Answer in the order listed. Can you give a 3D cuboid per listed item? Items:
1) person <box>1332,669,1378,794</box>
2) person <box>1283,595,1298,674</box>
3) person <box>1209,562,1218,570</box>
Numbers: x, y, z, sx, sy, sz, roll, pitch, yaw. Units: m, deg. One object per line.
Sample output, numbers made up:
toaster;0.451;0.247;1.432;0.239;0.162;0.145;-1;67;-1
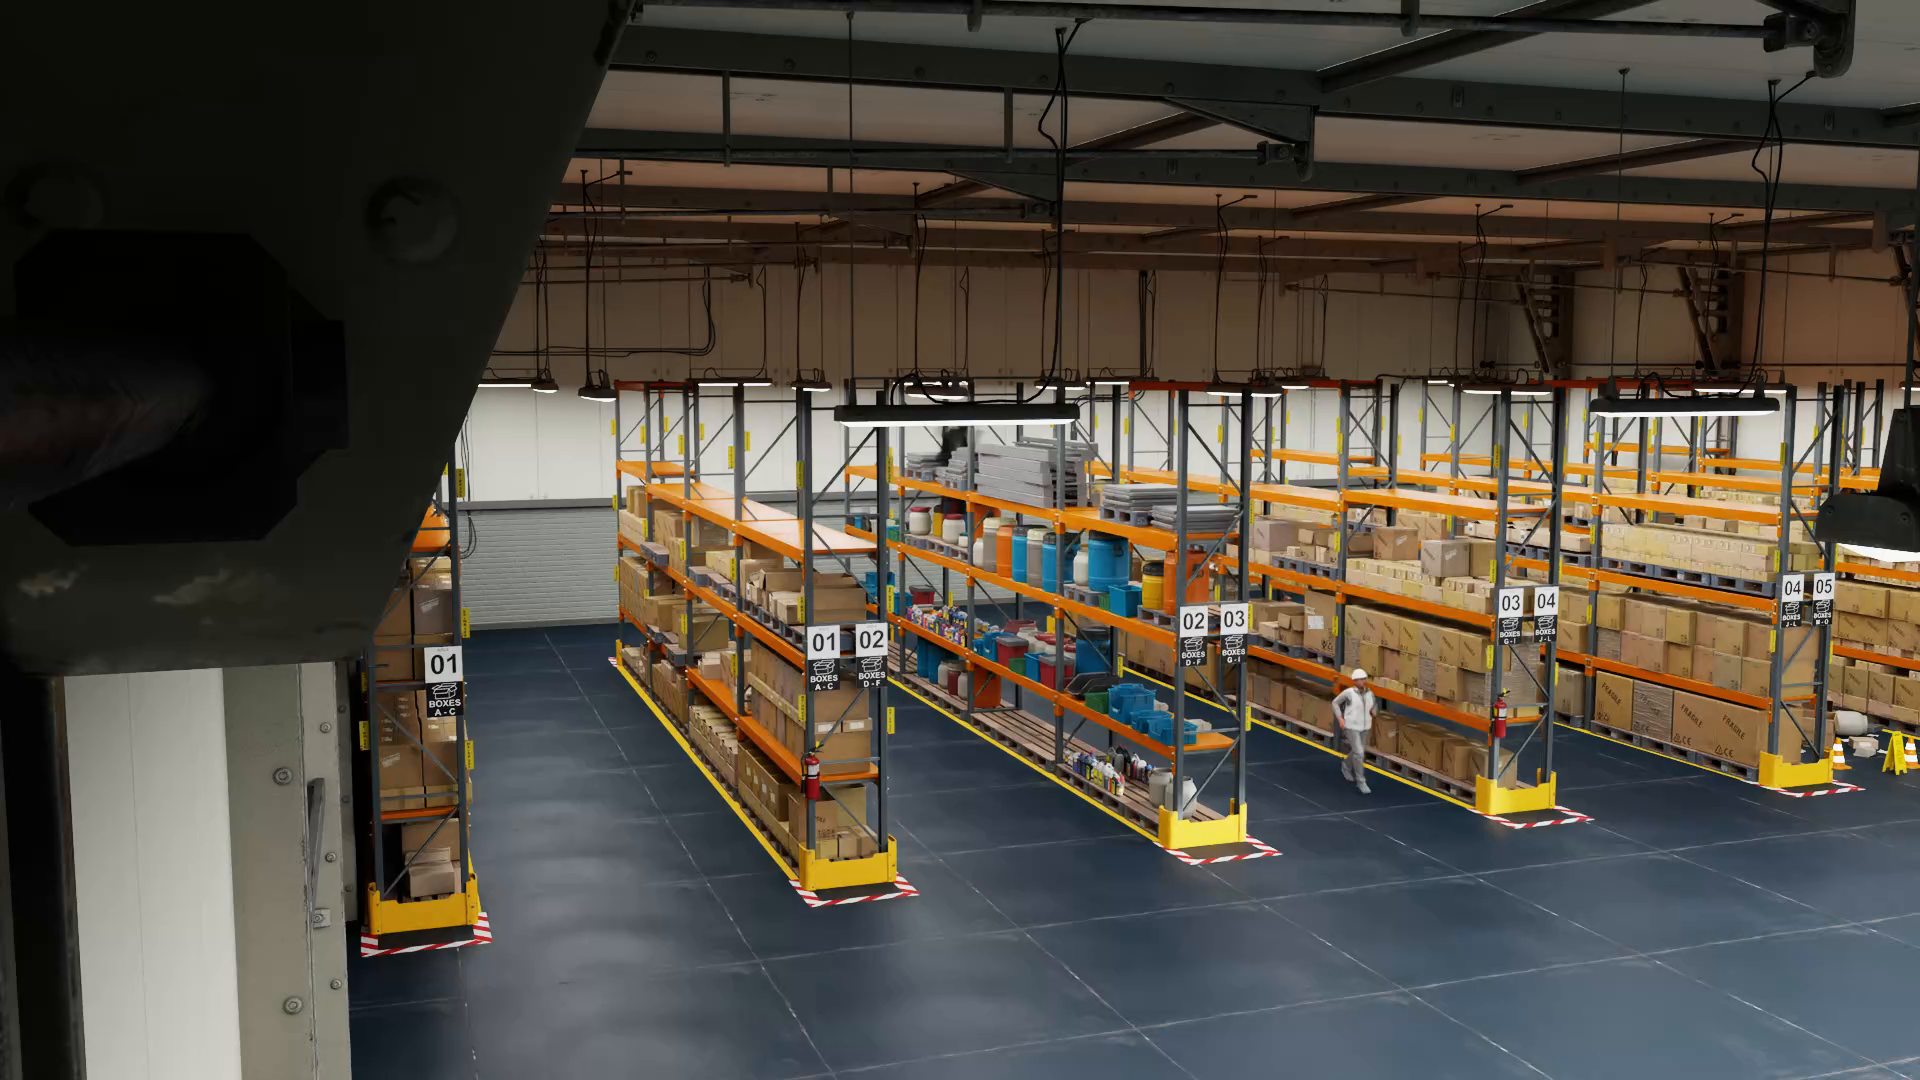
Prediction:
person;5.938;2.805;24.813;0.657;1.784;0.879;-3;7;-24
person;6.713;1.921;34.235;0.550;1.586;0.754;-3;7;-24
person;6.147;1.201;40.523;0.700;1.707;0.539;4;7;36
